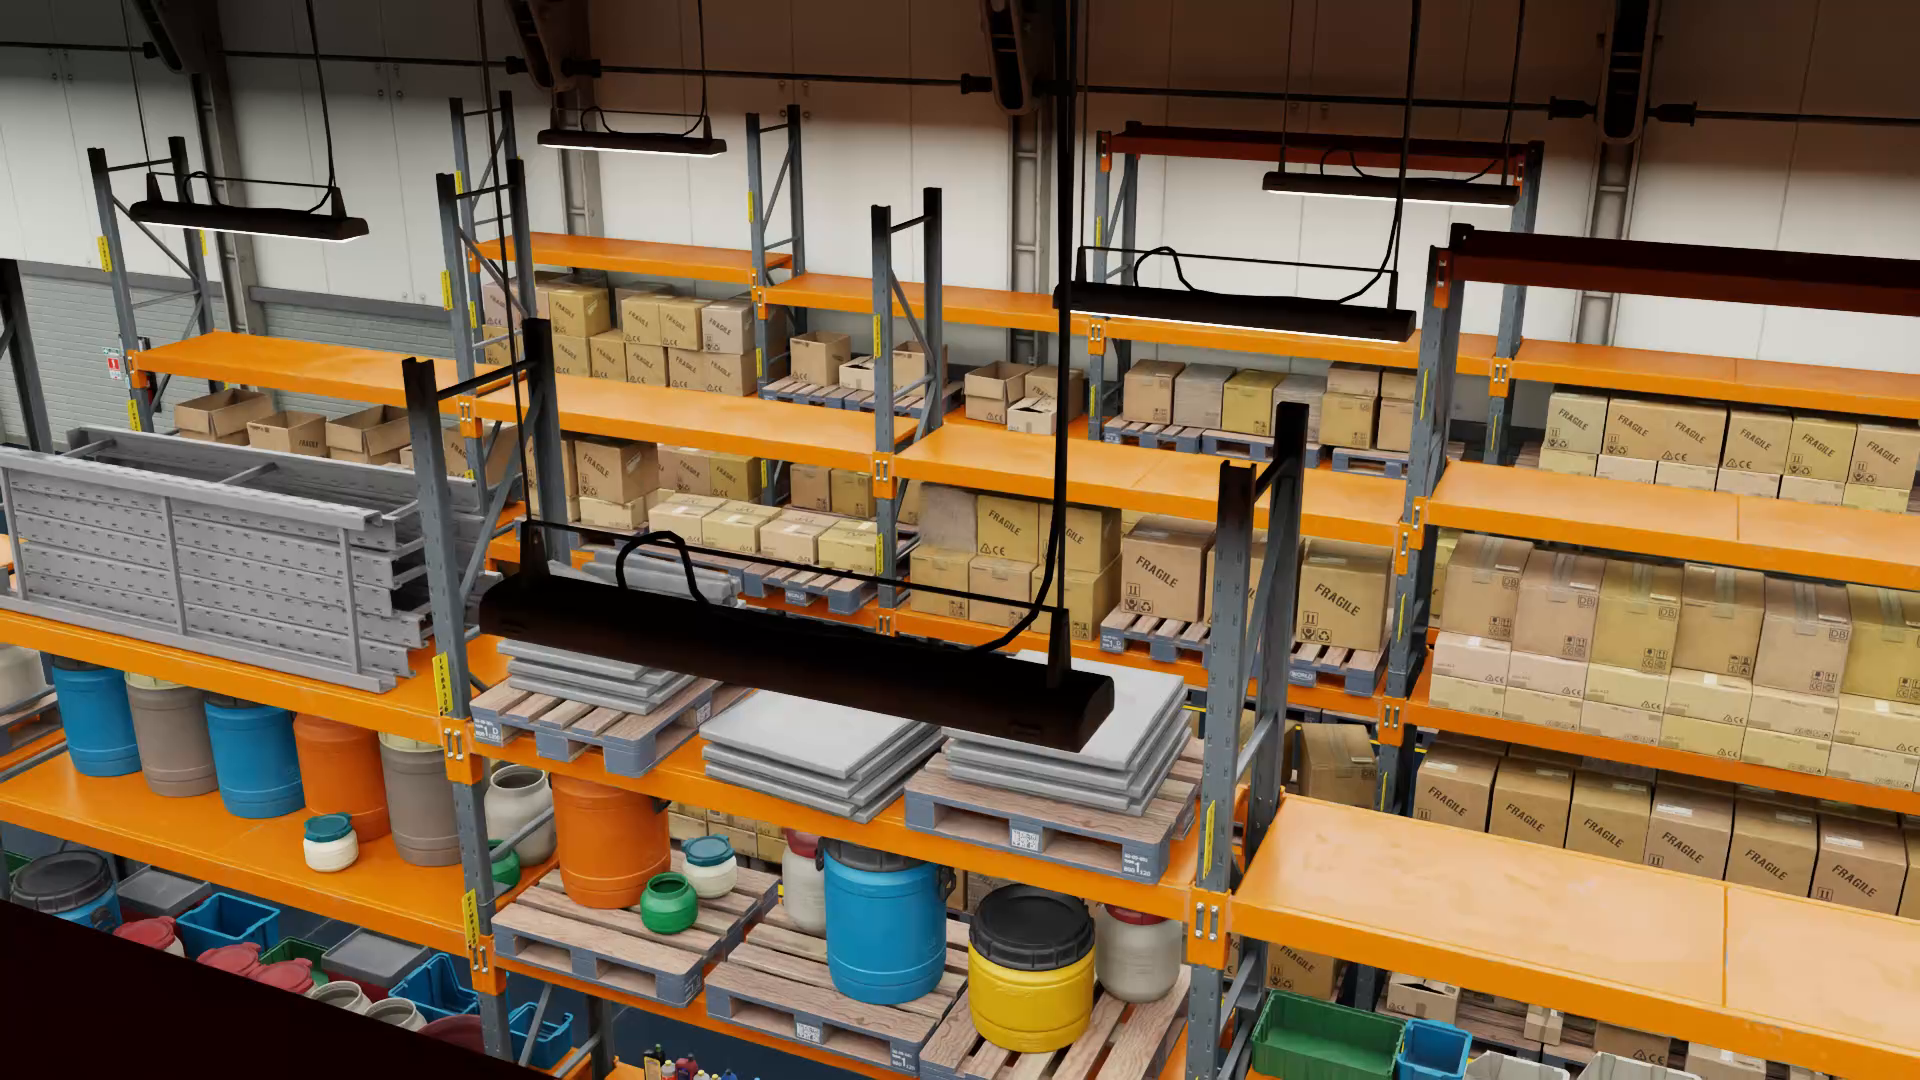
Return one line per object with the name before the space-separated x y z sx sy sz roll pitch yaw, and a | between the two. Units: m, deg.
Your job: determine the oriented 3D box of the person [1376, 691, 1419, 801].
person | 4.159 1.687 15.823 0.529 1.680 0.439 -9 22 -23
